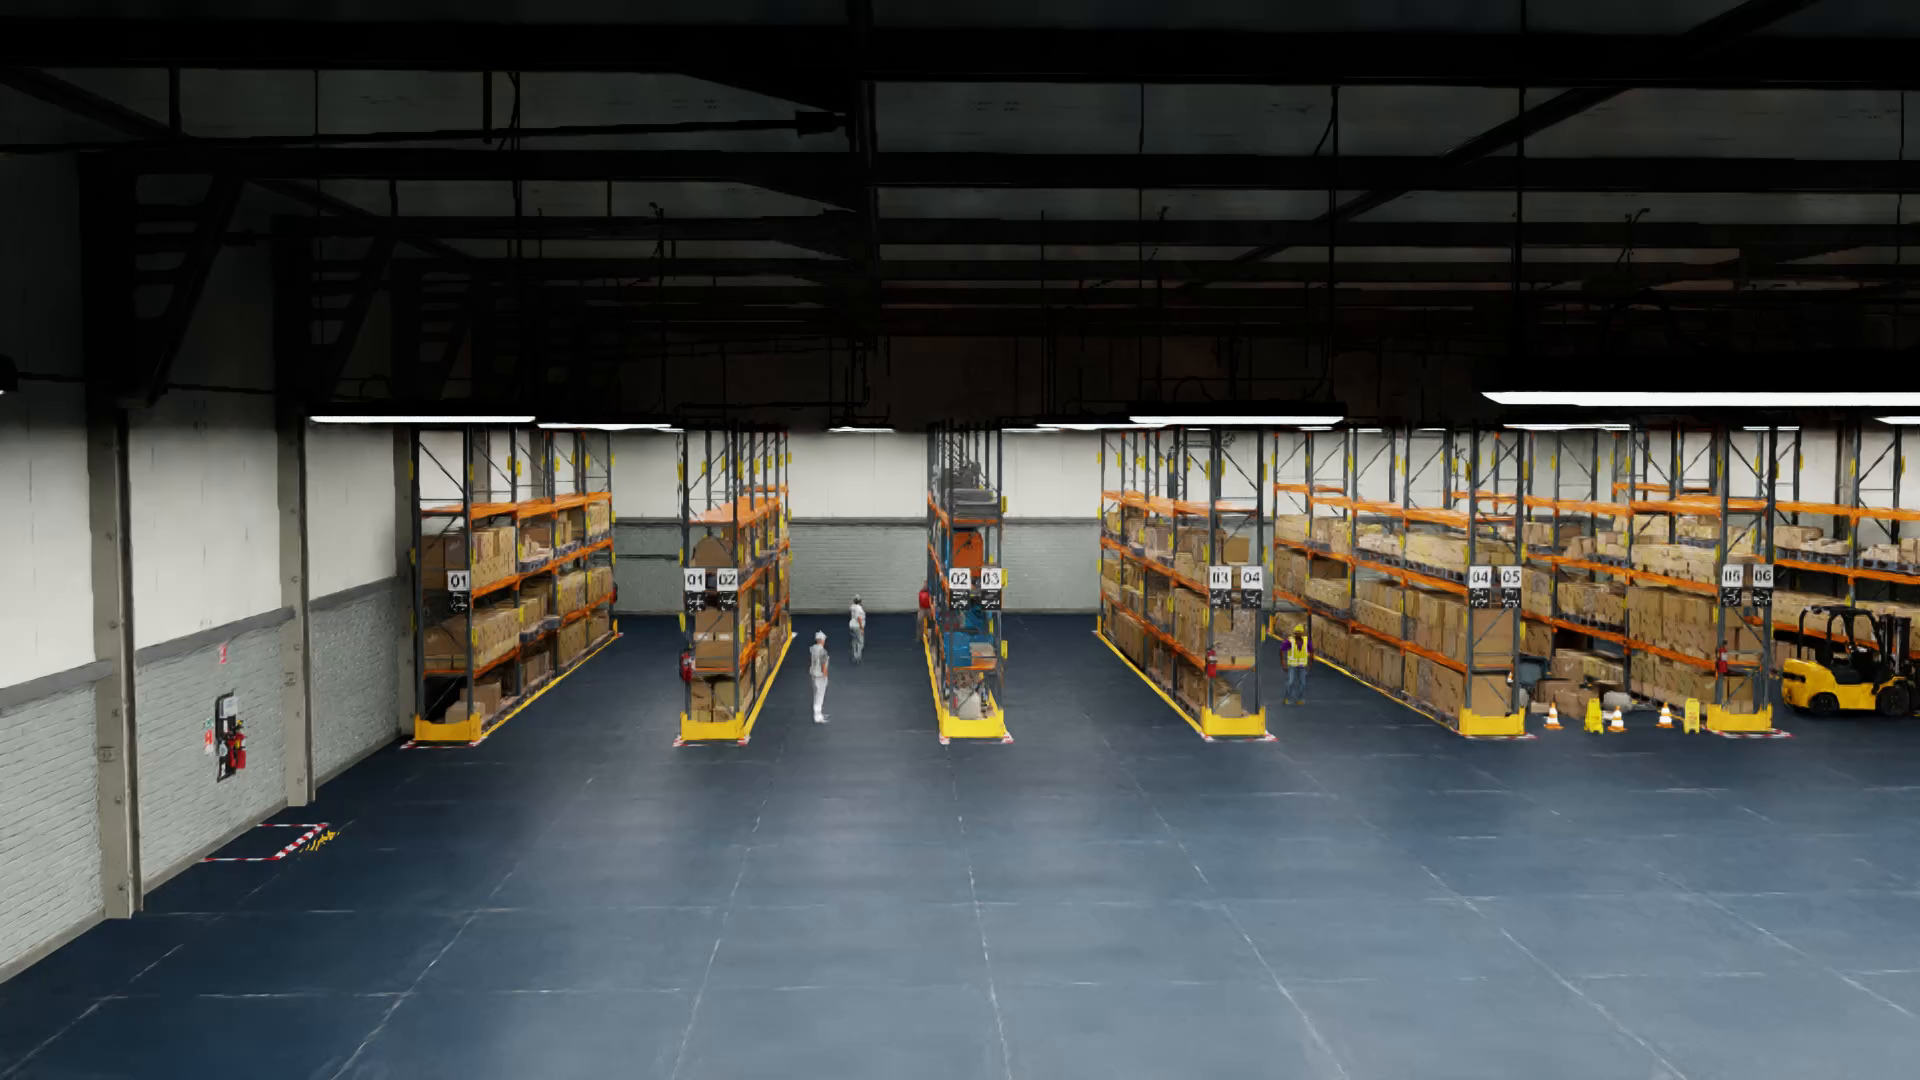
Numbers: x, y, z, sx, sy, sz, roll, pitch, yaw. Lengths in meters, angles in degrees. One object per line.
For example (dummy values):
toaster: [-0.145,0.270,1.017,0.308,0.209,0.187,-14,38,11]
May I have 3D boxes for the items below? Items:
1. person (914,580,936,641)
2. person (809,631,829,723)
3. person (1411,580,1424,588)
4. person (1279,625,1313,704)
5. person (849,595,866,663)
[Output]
person: [-0.894,1.944,45.977,0.585,1.669,0.987,1,4,18]
person: [-2.742,2.699,32.935,0.468,1.794,0.625,-2,4,-30]
person: [14.448,1.591,52.393,0.462,1.572,0.510,3,4,35]
person: [7.100,2.628,35.075,0.719,1.714,0.578,0,4,-4]
person: [-2.570,2.246,41.791,0.404,1.732,0.559,-2,4,-30]
